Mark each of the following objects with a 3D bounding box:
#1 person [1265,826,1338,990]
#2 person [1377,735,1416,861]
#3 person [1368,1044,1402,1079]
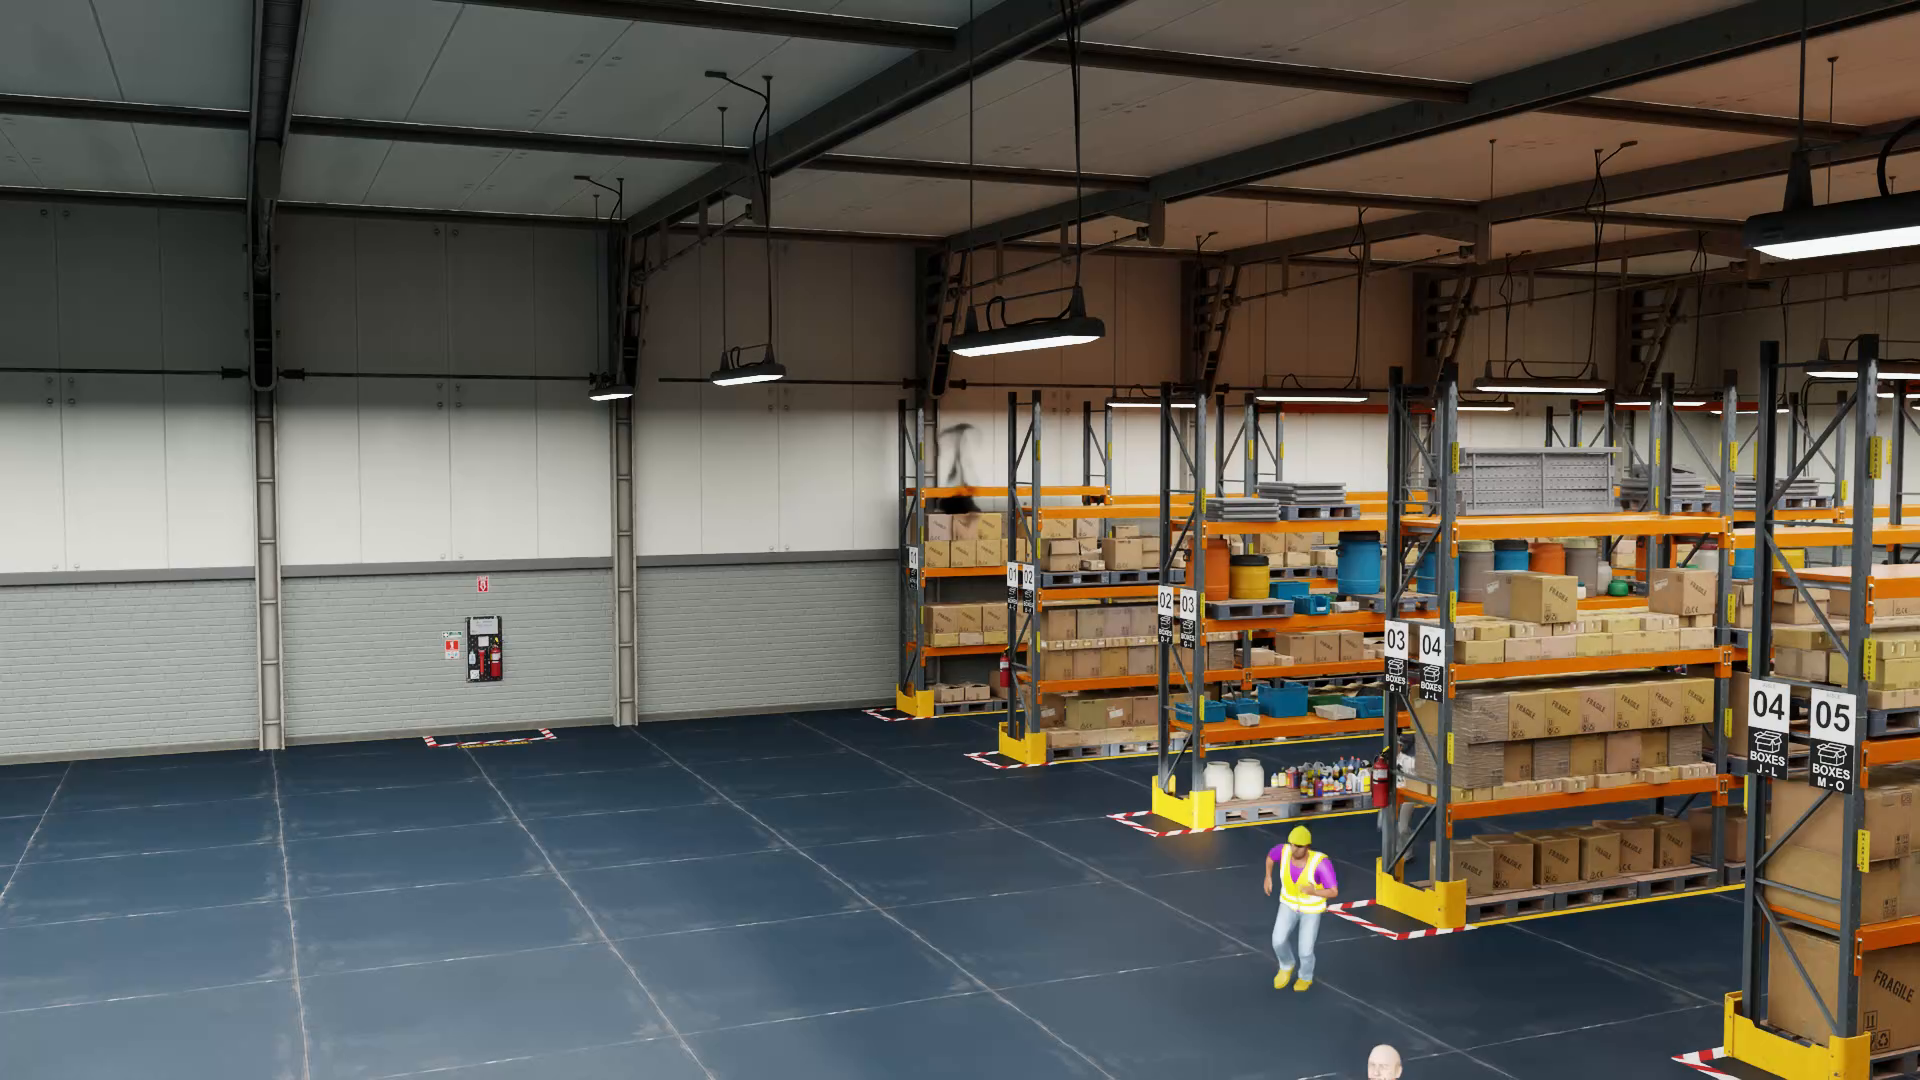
[{"bbox_3d":[3.168,3.455,15.552,0.774,1.654,0.805,2,4,24],"label":"person"},{"bbox_3d":[5.361,3.143,20.327,0.690,1.607,0.573,-3,4,-41],"label":"person"},{"bbox_3d":[2.455,3.740,9.537,0.710,1.756,0.709,2,4,25],"label":"person"}]
